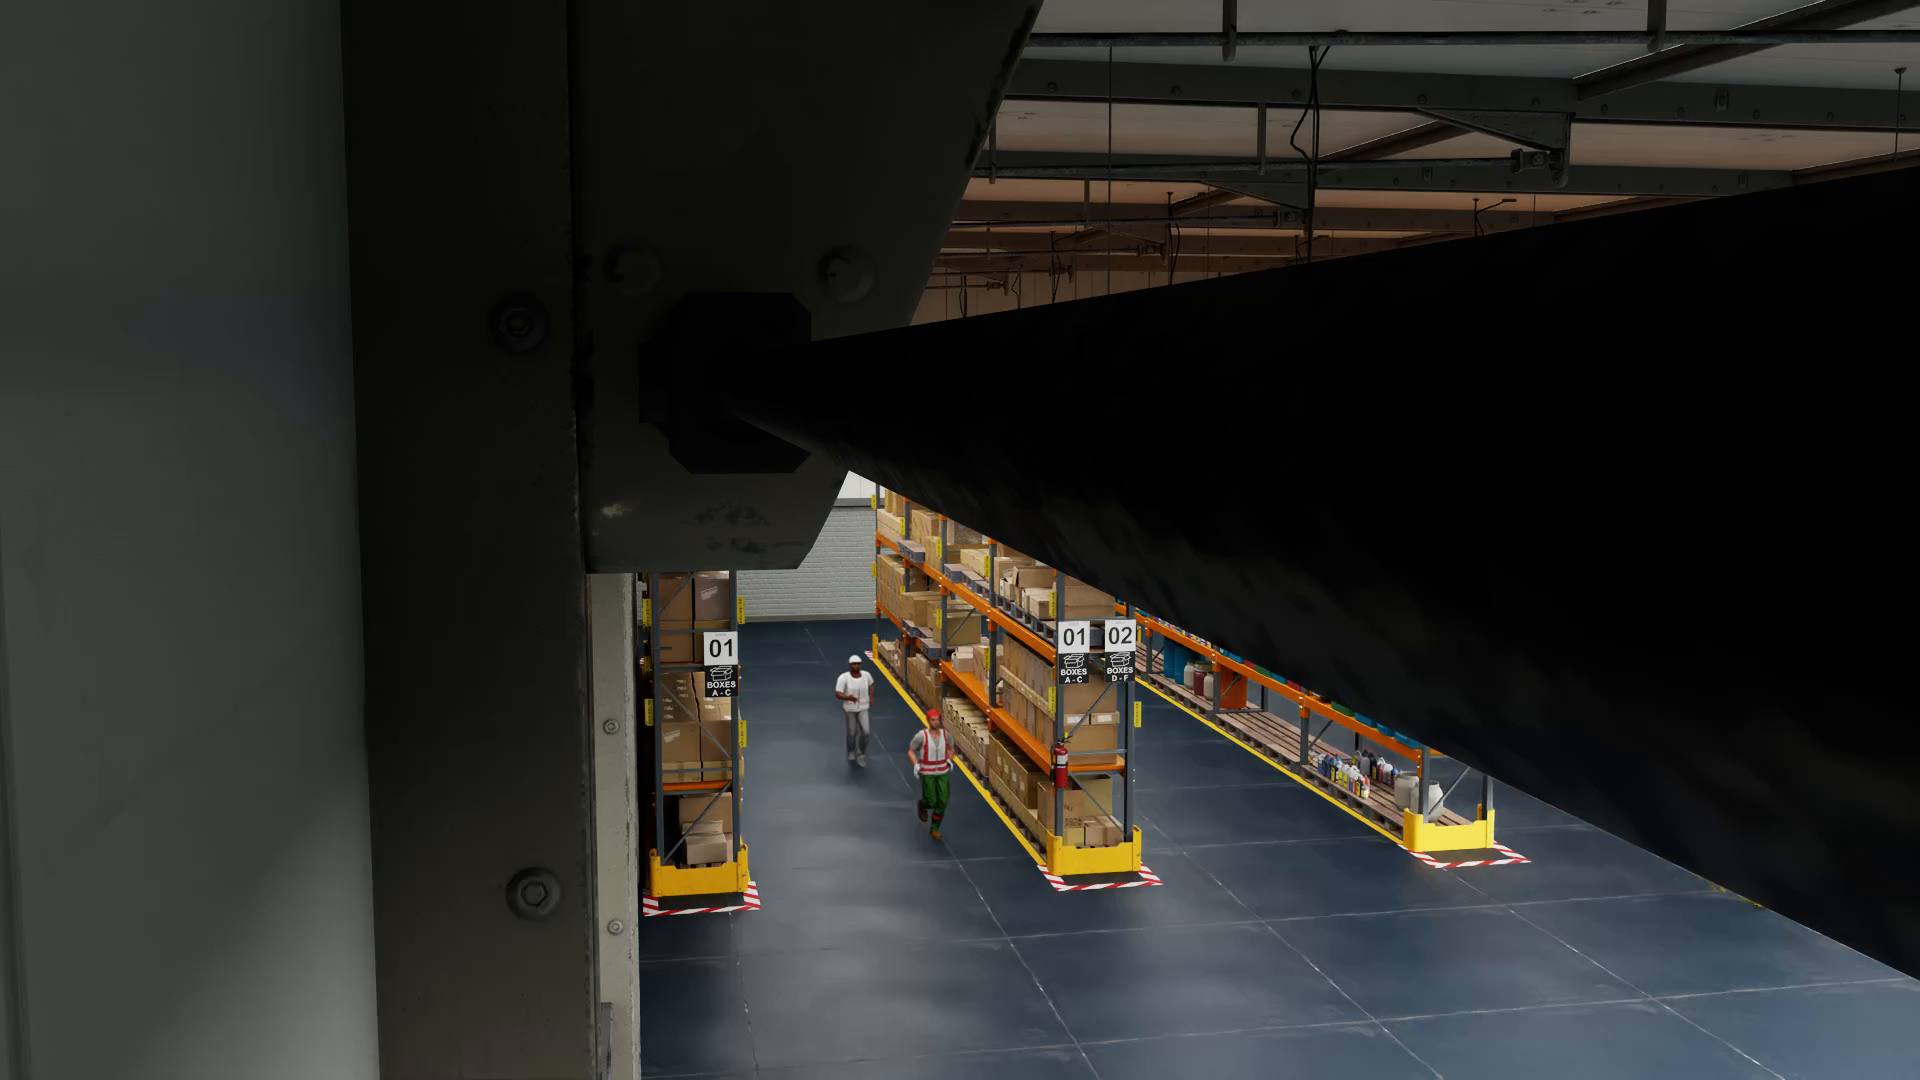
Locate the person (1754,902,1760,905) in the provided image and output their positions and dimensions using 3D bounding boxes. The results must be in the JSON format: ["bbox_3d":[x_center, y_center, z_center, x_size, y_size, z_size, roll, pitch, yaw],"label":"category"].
[{"bbox_3d":[9.681,3.470,19.429,0.681,1.762,0.672,3,6,24],"label":"person"}]

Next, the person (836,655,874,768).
[{"bbox_3d":[-1.644,2.737,26.541,0.674,1.814,0.677,-2,6,-16],"label":"person"}]

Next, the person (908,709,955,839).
[{"bbox_3d":[-0.362,3.155,22.598,0.657,1.744,0.606,-2,6,-19],"label":"person"}]
